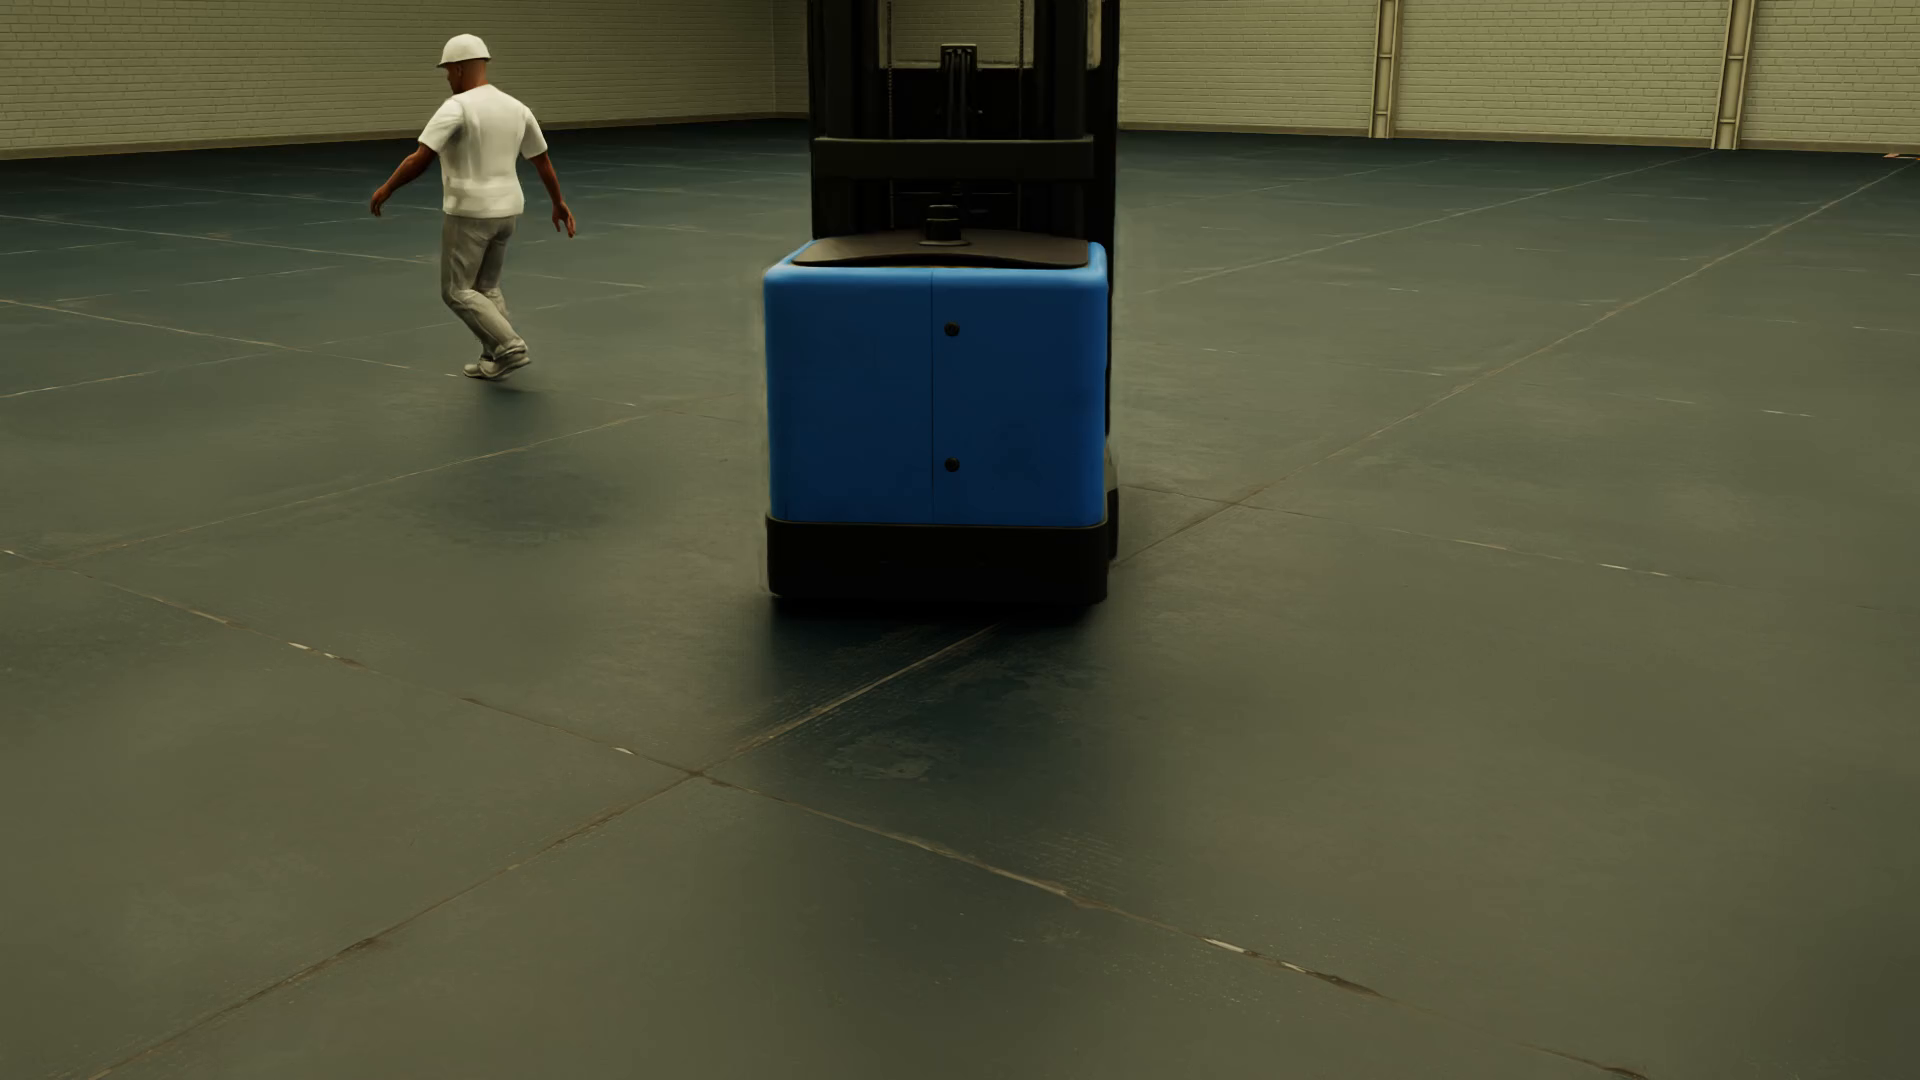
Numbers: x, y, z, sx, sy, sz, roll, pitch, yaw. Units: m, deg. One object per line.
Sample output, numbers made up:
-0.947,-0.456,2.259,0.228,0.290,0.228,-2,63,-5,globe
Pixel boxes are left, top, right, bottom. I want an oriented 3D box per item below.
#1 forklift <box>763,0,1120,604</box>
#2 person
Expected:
0.030,-1.581,6.120,1.130,2.935,3.031,1,17,4,forklift
-2.435,-1.663,8.464,0.684,1.746,0.907,8,19,26,person
